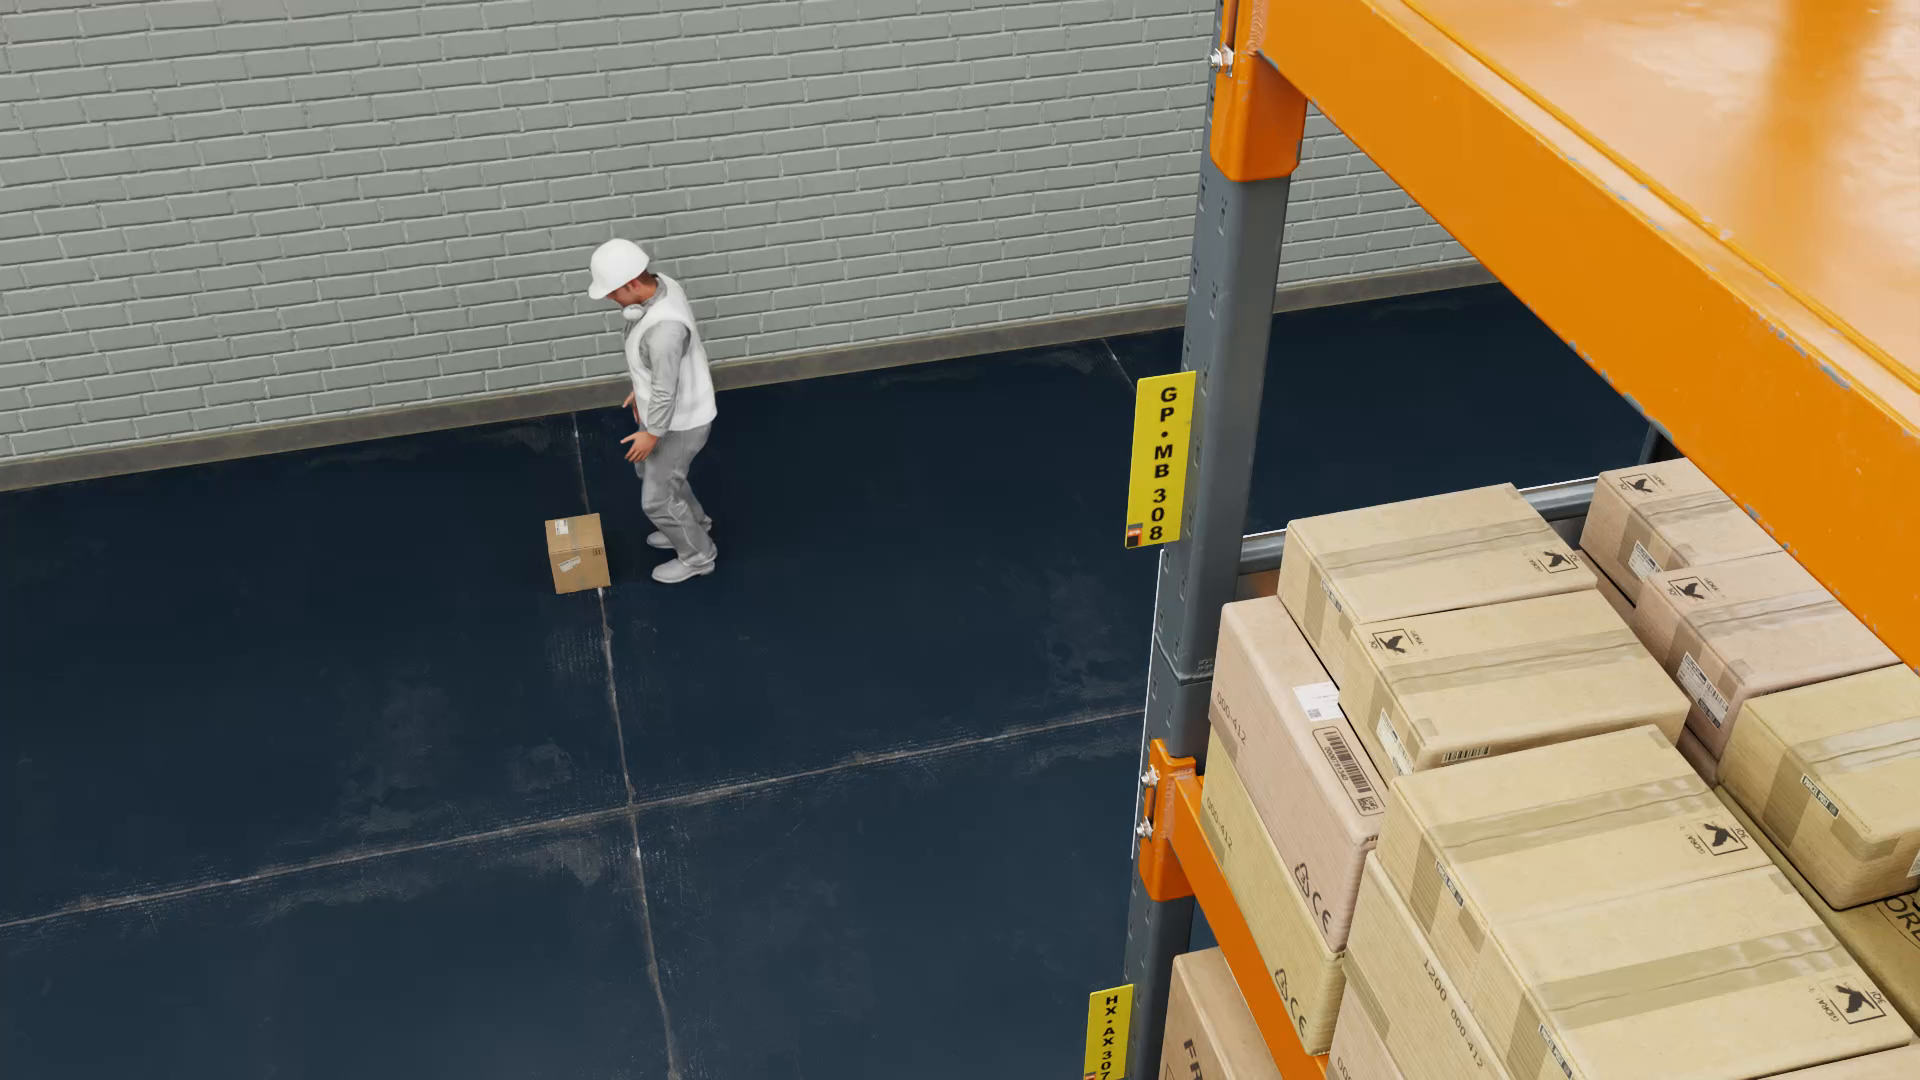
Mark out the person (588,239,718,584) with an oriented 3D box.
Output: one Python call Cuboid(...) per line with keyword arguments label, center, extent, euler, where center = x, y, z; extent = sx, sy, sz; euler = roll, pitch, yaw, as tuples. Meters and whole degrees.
Cuboid(label="person", center=(-1.327, -0.571, 7.415), extent=(0.476, 1.719, 0.560), euler=(-8, 39, -11))
